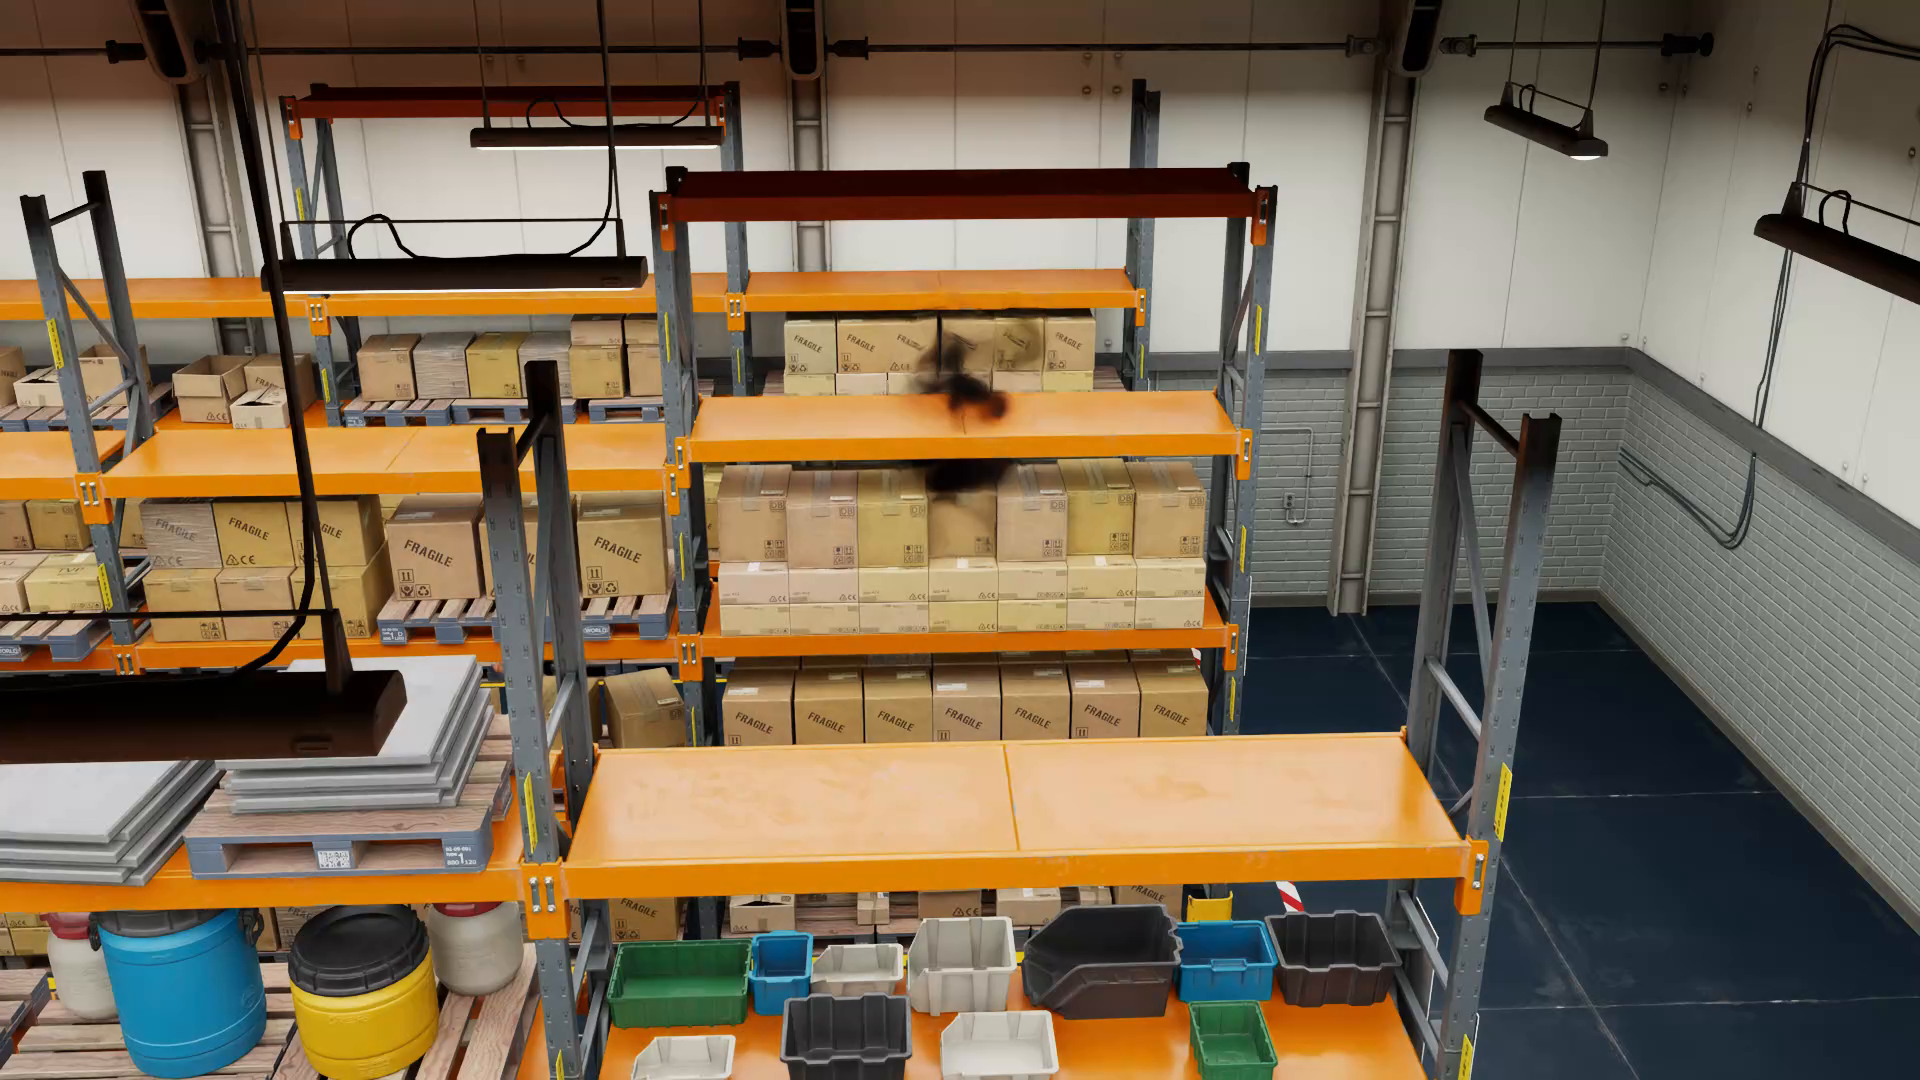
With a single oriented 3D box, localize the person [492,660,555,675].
[{"bbox_3d":[-3.874,1.424,15.368,0.798,1.783,0.642,-5,23,-13],"label":"person"}]
